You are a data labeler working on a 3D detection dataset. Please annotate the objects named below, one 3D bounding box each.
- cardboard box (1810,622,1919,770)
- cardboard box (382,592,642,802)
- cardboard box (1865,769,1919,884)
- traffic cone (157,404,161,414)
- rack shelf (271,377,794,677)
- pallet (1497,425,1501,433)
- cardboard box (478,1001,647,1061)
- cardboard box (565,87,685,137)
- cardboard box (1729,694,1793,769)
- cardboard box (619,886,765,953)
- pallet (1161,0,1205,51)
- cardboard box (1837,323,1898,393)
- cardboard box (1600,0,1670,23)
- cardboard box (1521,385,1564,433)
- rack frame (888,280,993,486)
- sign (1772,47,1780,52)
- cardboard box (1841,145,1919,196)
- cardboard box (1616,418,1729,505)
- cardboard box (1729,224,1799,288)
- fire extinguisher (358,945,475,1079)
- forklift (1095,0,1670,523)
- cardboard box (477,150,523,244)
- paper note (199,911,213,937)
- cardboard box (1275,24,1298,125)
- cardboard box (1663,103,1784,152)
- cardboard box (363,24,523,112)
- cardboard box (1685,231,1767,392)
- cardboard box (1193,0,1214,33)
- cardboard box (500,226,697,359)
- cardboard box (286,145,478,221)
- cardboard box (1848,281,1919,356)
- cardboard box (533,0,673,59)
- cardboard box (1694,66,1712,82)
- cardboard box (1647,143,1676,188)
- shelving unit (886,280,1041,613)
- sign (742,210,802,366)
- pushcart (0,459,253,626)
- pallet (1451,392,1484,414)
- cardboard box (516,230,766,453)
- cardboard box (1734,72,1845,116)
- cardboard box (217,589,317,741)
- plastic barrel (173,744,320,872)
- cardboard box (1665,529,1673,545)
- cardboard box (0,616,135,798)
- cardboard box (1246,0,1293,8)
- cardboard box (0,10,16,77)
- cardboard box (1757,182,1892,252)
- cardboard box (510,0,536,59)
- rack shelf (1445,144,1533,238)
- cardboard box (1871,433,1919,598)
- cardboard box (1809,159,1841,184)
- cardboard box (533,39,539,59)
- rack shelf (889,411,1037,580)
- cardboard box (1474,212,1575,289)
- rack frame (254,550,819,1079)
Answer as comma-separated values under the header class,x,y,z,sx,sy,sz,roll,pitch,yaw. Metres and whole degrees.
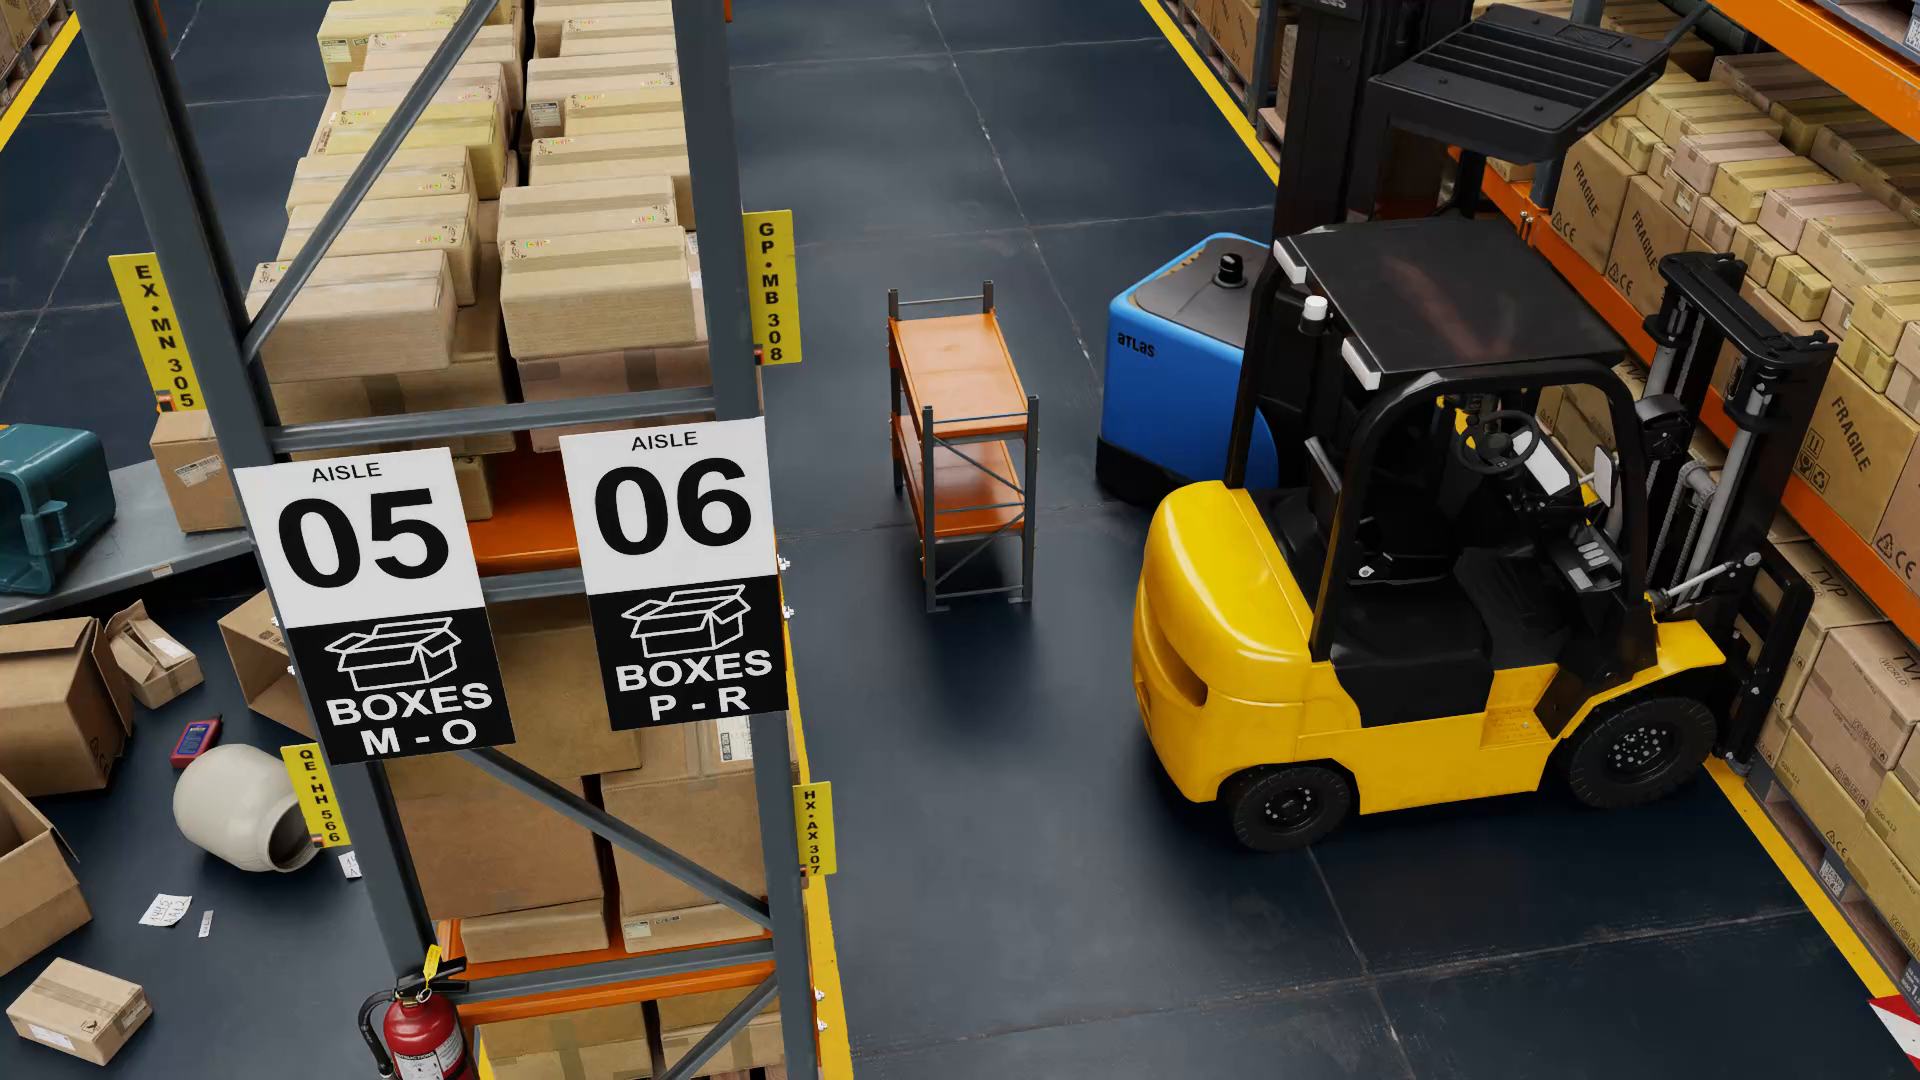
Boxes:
class,x,y,z,sx,sy,sz,roll,pitch,yaw
cardboard box,3.509,0.551,6.080,0.500,0.250,0.500,-6,38,-7
cardboard box,-1.198,0.277,4.209,0.700,0.500,0.500,-7,38,-9
cardboard box,3.599,1.040,5.858,0.500,0.250,0.500,-7,38,-9
traffic cone,-4.226,-0.966,9.017,0.336,0.463,0.334,-6,38,-8
rack shelf,-1.244,-0.995,5.127,1.077,0.370,4.000,-6,38,-8
pallet,3.389,-0.252,8.302,1.003,0.211,1.213,-6,38,-8
cardboard box,-1.291,1.282,5.343,0.500,0.500,0.500,-6,38,-8
cardboard box,-0.769,-0.991,4.090,0.380,0.149,0.250,-6,38,-8
cardboard box,3.442,0.643,6.776,0.500,0.250,0.500,-6,38,-7
cardboard box,-0.750,0.986,4.641,0.380,0.149,0.250,-6,38,-8
pallet,2.286,-4.343,13.569,1.003,0.211,1.213,-6,38,-8
cardboard box,3.407,-0.669,5.956,0.380,0.149,0.250,-6,38,-8
cardboard box,3.402,-2.688,8.555,0.380,0.149,0.250,-6,38,-8
cardboard box,3.072,-0.790,8.214,0.500,0.250,0.500,-6,38,-8
rack frame,-0.090,-0.755,8.205,0.500,1.125,0.032,-6,38,-8
sign,3.837,-2.272,7.859,0.100,0.325,0.005,-6,38,-8
cardboard box,3.839,-1.473,6.749,0.380,0.149,0.250,-7,38,-9
cardboard box,3.245,-0.378,7.275,0.500,0.250,0.500,-5,38,-6
cardboard box,3.284,-1.137,6.558,0.380,0.149,0.250,-7,38,-9
fire extinguisher,-1.327,1.263,4.142,0.296,0.674,0.183,-6,38,-8
forklift,2.141,-1.082,7.154,3.031,2.935,1.130,27,45,31
cardboard box,-1.323,-0.714,4.059,0.500,0.250,0.500,-7,38,-9
paper note,-2.846,1.448,6.277,0.032,0.001,0.123,-6,38,-8
cardboard box,2.686,-3.104,11.294,0.875,0.625,0.625,-5,38,-7
cardboard box,3.243,-1.726,7.074,0.380,0.149,0.250,-7,38,-9
cardboard box,-1.364,-1.239,4.410,0.380,0.149,0.250,-7,38,-9
cardboard box,3.309,-0.963,6.863,0.500,0.500,0.500,-7,38,-8
cardboard box,2.132,-4.284,12.915,0.500,0.500,0.500,-5,38,-6
cardboard box,-0.755,-0.523,3.488,0.380,0.149,0.250,-6,38,-8
cardboard box,-1.314,-0.771,3.807,0.380,0.149,0.250,-7,38,-8
cardboard box,3.400,-0.789,5.868,0.380,0.149,0.250,-6,38,-7
cardboard box,-0.991,-1.445,4.675,0.380,0.149,0.250,-5,38,-7
cardboard box,3.454,-2.311,8.394,0.500,0.250,0.500,-7,38,-9
cardboard box,3.208,-1.602,7.157,0.380,0.149,0.250,-6,38,-8
shelving unit,-0.001,-0.448,7.810,0.538,1.125,1.048,-6,38,-8
sign,-0.360,-0.474,3.158,0.100,0.325,0.005,-6,38,-8
pushcart,-3.831,0.009,7.831,1.648,0.377,0.936,-20,42,-23
pallet,3.123,-1.178,9.494,1.003,0.211,1.213,-6,38,-8
cardboard box,-0.720,-0.461,3.733,0.500,0.250,0.500,-7,38,-9
cardboard box,3.648,-1.935,7.343,0.380,0.149,0.250,-7,38,-9
cardboard box,-2.747,0.478,7.126,0.500,0.500,0.500,19,42,23
plastic barrel,-2.746,1.047,6.458,0.512,0.421,0.421,19,42,23
cardboard box,3.327,0.124,7.037,0.500,0.250,0.500,-6,38,-8
cardboard box,-3.866,0.694,6.736,0.797,0.637,0.503,-6,38,-8
cardboard box,2.254,-3.960,11.969,0.380,0.149,0.250,-8,39,-10
cardboard box,-7.300,-3.679,12.136,0.500,0.500,0.500,-7,38,-9
cardboard box,3.359,-1.257,6.471,0.380,0.149,0.250,-6,38,-8
cardboard box,-1.613,-1.635,5.245,0.500,0.250,0.500,-6,38,-8
rack shelf,2.940,-2.762,9.847,1.077,0.370,4.000,-6,38,-8
cardboard box,3.566,-0.045,5.681,0.500,0.500,0.500,-5,38,-7
cardboard box,3.800,-1.507,7.034,0.380,0.149,0.250,-6,38,-8
cardboard box,-0.984,-1.387,4.926,0.500,0.250,0.500,-5,38,-7
rack shelf,-0.001,-0.255,7.960,0.538,0.278,1.000,-6,38,-8
cardboard box,3.189,-1.380,9.075,0.875,0.625,0.625,-5,38,-6
rack frame,-0.894,1.114,4.271,1.000,3.000,0.127,-6,38,-8
